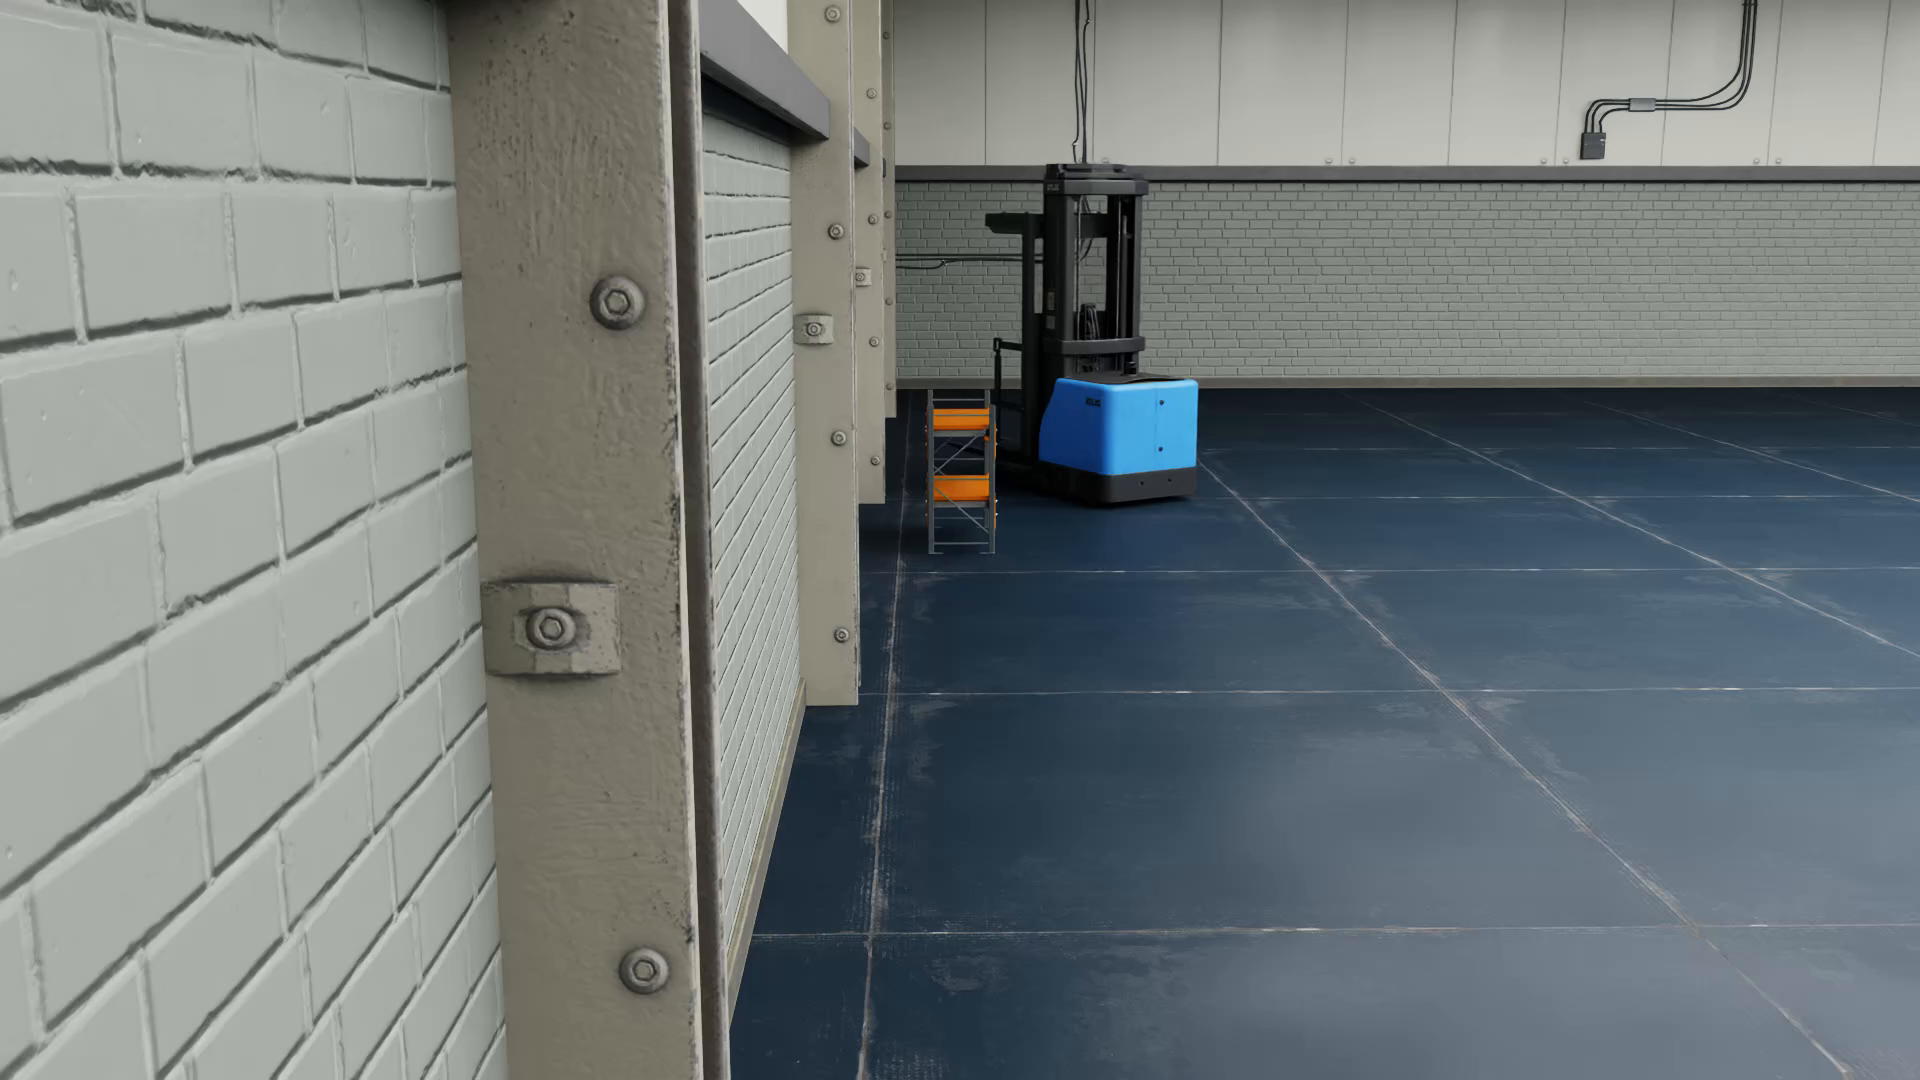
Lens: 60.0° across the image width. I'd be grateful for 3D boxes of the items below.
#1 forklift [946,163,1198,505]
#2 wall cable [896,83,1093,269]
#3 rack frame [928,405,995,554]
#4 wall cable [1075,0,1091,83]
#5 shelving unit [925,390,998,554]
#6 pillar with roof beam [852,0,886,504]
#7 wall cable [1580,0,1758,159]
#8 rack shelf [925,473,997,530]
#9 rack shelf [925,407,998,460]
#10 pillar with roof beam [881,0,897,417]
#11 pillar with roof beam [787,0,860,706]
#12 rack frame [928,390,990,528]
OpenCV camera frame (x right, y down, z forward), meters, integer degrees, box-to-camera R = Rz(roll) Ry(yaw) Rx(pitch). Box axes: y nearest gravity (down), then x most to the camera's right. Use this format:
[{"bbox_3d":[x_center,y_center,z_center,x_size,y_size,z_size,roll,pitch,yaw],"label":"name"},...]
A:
[{"bbox_3d":[0.916,-1.989,15.492,1.130,2.935,3.031,-7,13,-30],"label":"forklift"},{"bbox_3d":[0.315,-5.033,23.044,3.097,2.526,0.112,0,11,-1],"label":"wall cable"},{"bbox_3d":[0.011,-0.449,12.443,0.500,1.125,0.032,0,11,-1],"label":"rack frame"},{"bbox_3d":[3.019,-7.519,22.597,3.097,2.526,0.112,0,11,-1],"label":"wall cable"},{"bbox_3d":[0.000,-0.550,12.941,0.538,1.125,1.048,0,11,-1],"label":"shelving unit"},{"bbox_3d":[3.482,-4.789,14.030,9.100,9.000,0.400,0,11,-1],"label":"pillar with roof beam"},{"bbox_3d":[9.806,-8.257,22.574,2.305,6.003,0.169,0,11,-1],"label":"wall cable"},{"bbox_3d":[0.000,-0.310,12.989,0.538,0.278,1.000,0,11,-1],"label":"rack shelf"},{"bbox_3d":[0.000,-0.837,12.882,0.538,0.278,1.000,0,11,-1],"label":"rack shelf"},{"bbox_3d":[3.358,-5.981,19.909,9.100,9.000,0.400,0,11,-1],"label":"pillar with roof beam"},{"bbox_3d":[3.606,-3.596,8.151,9.100,9.000,0.400,0,11,-1],"label":"pillar with roof beam"},{"bbox_3d":[-0.010,-0.651,13.439,0.500,1.125,0.032,0,11,-1],"label":"rack frame"}]
